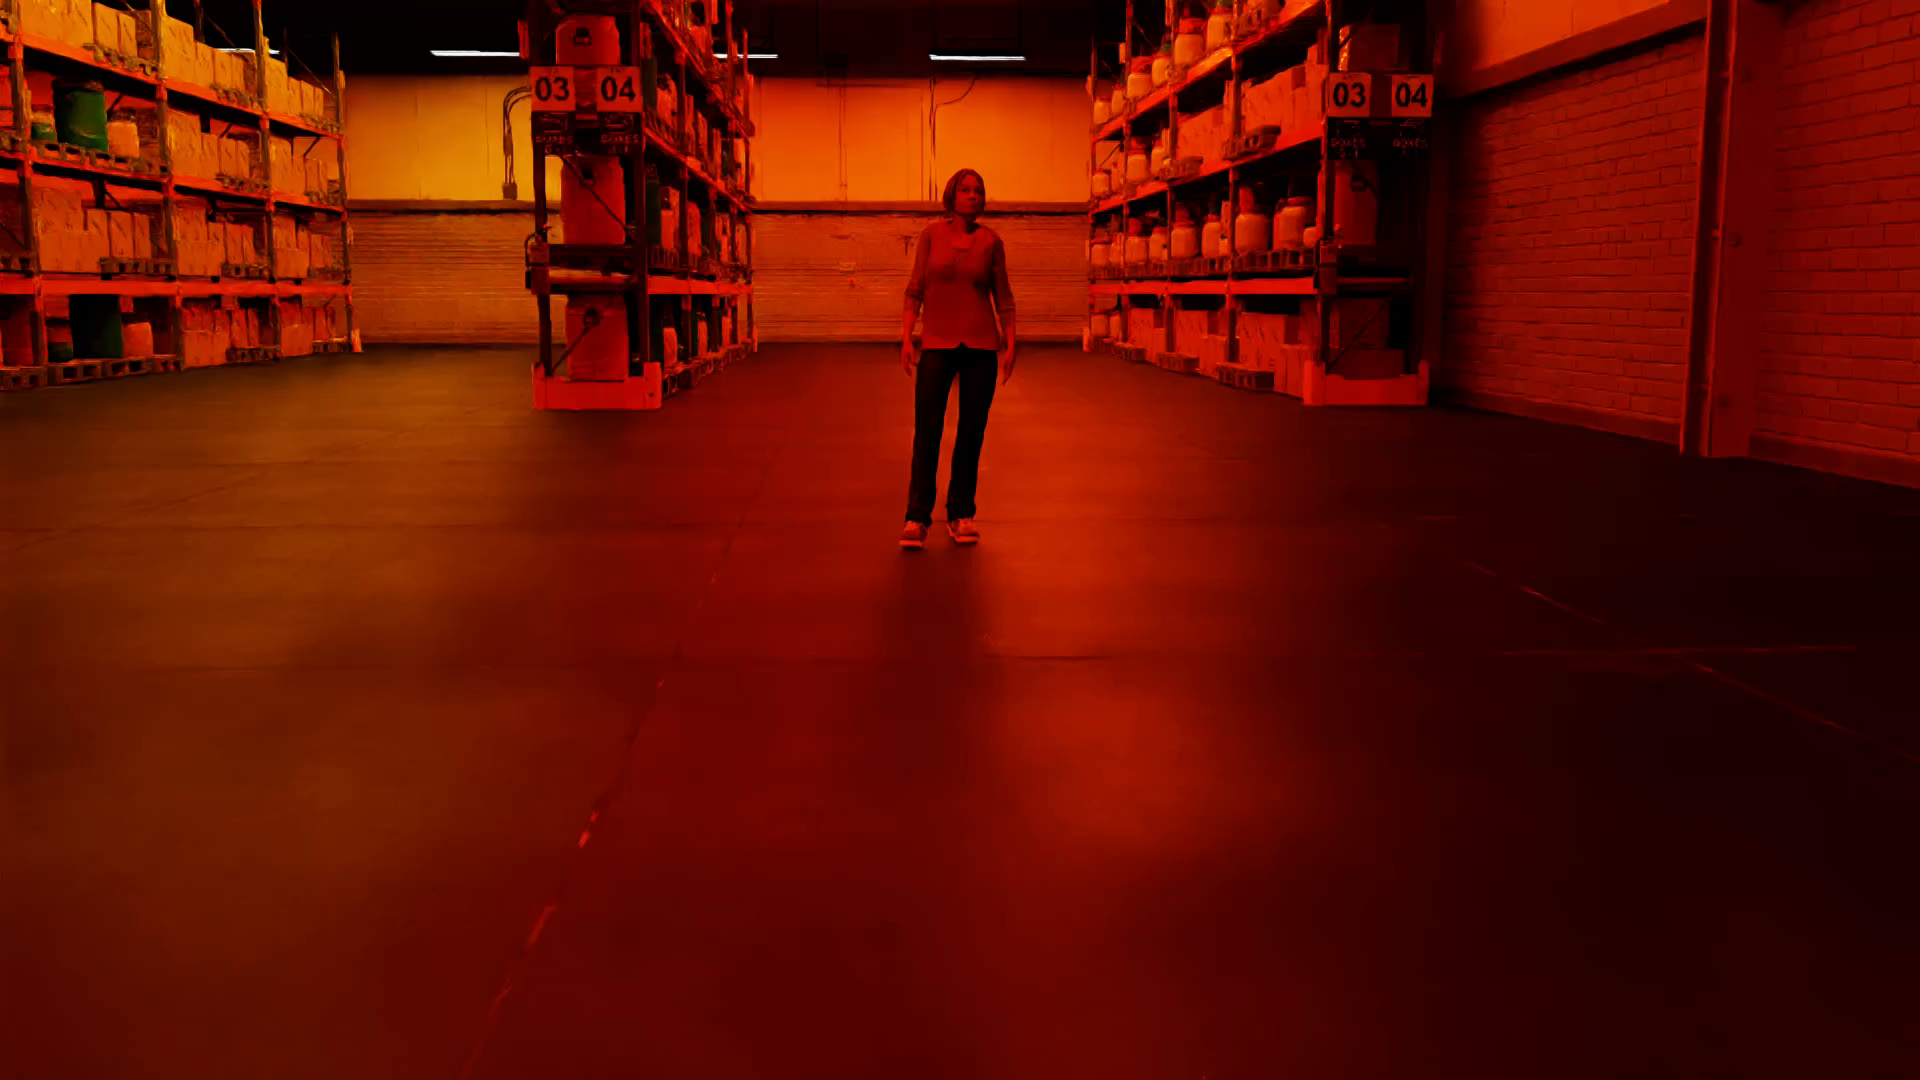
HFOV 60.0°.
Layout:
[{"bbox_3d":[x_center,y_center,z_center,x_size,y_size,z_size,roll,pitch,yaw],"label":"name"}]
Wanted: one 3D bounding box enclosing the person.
[{"bbox_3d":[-0.009,-0.786,7.118,0.520,1.597,0.474,-1,8,-4],"label":"person"}]
